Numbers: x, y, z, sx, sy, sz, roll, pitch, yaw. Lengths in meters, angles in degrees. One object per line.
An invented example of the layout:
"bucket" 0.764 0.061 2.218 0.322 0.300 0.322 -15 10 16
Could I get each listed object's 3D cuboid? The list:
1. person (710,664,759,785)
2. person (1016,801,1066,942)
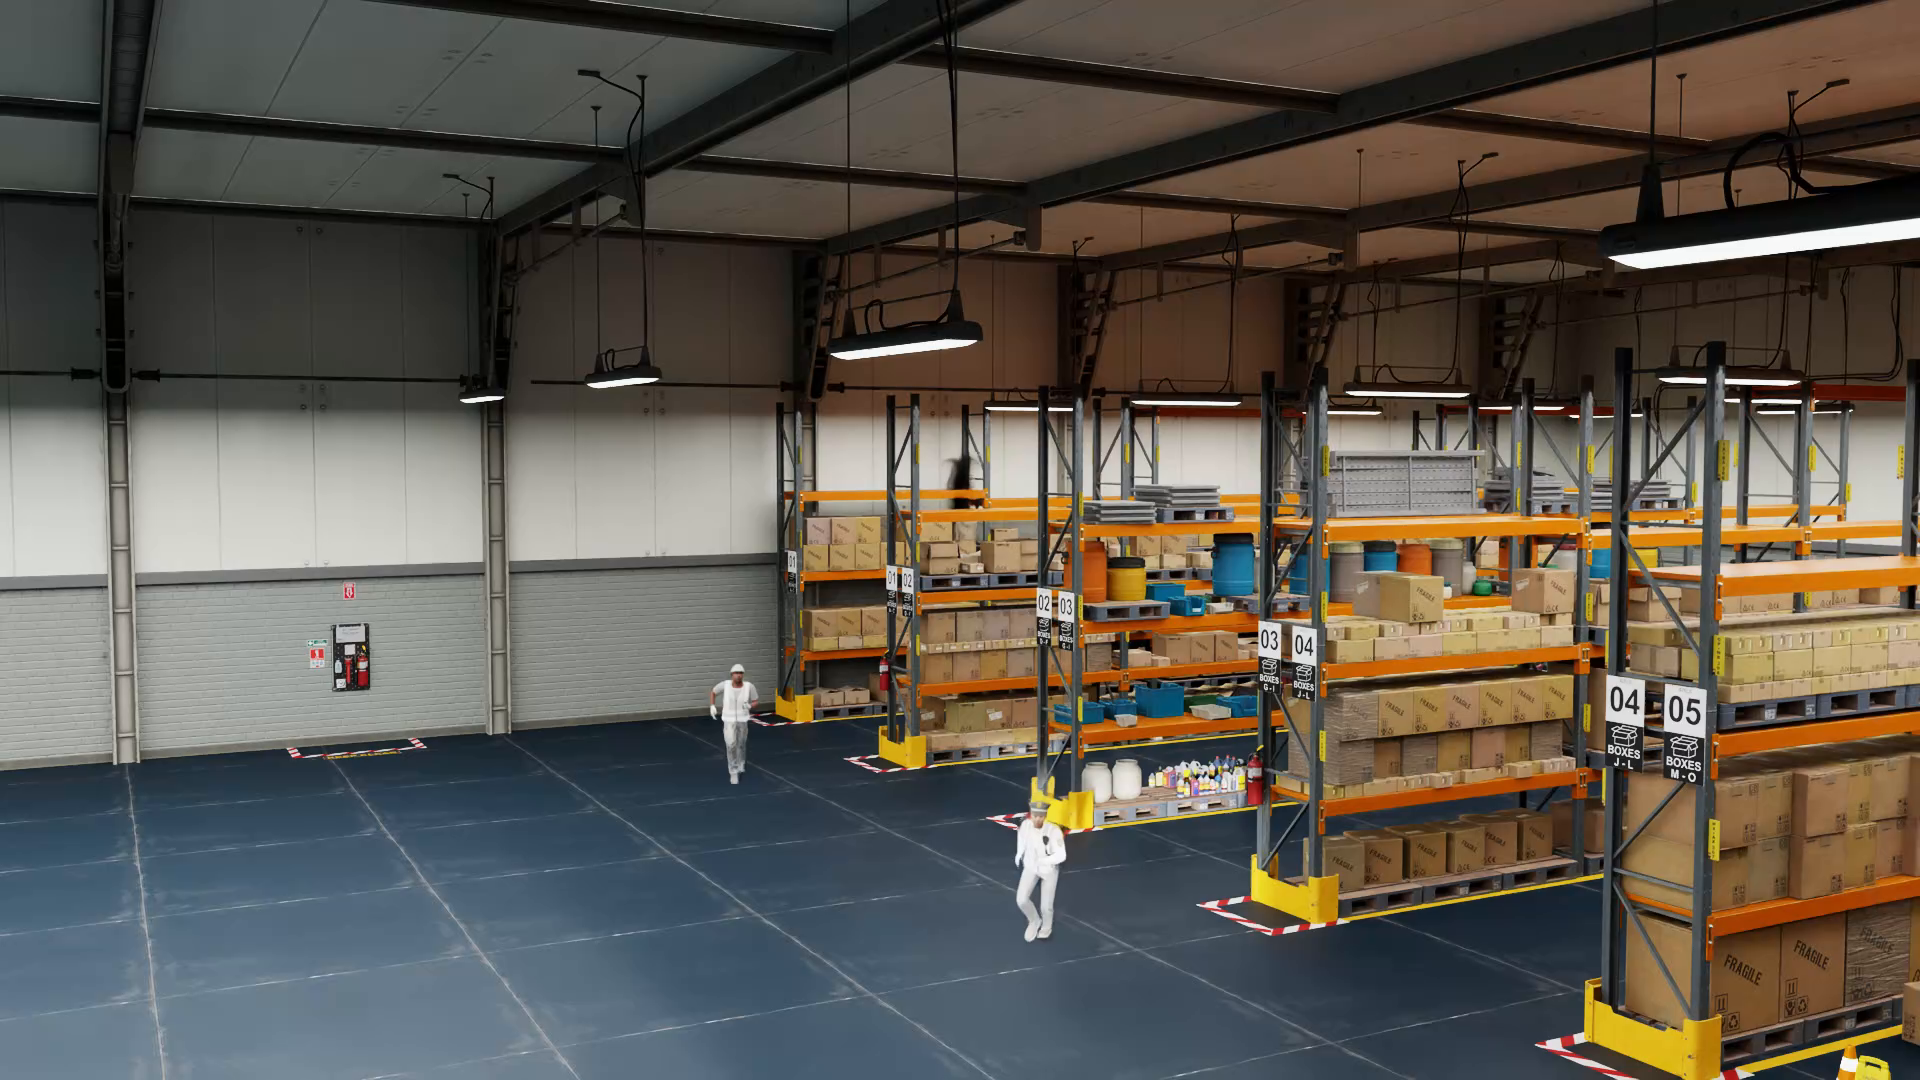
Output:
"person" -3.482 2.820 25.712 0.726 1.829 0.899 -1 3 -13
"person" 0.823 3.407 17.132 0.618 1.544 0.913 1 3 16
